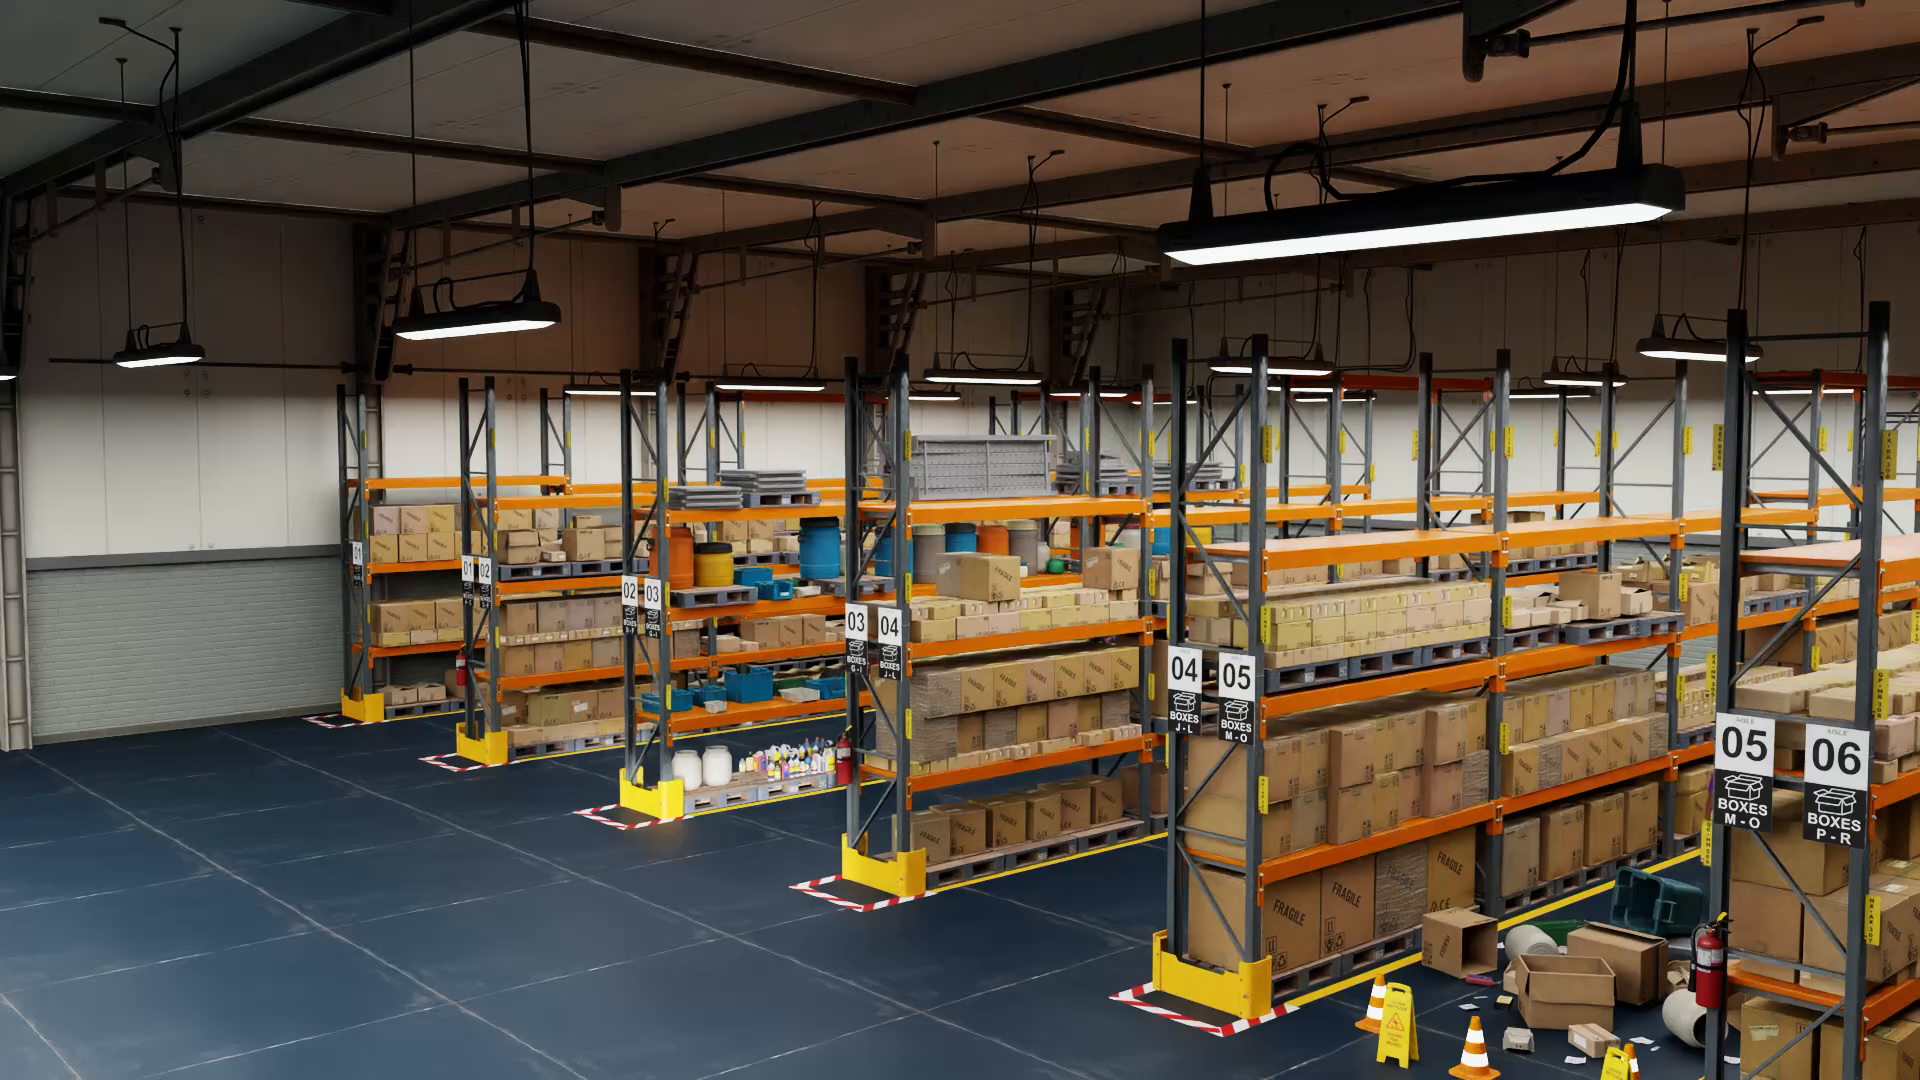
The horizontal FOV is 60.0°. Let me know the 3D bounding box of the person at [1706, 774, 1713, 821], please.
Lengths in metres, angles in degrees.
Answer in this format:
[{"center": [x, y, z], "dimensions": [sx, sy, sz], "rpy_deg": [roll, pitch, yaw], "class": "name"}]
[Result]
[{"center": [8.441, 3.119, 18.121], "dimensions": [0.534, 1.808, 0.602], "rpy_deg": [4, 5, 44], "class": "person"}]
